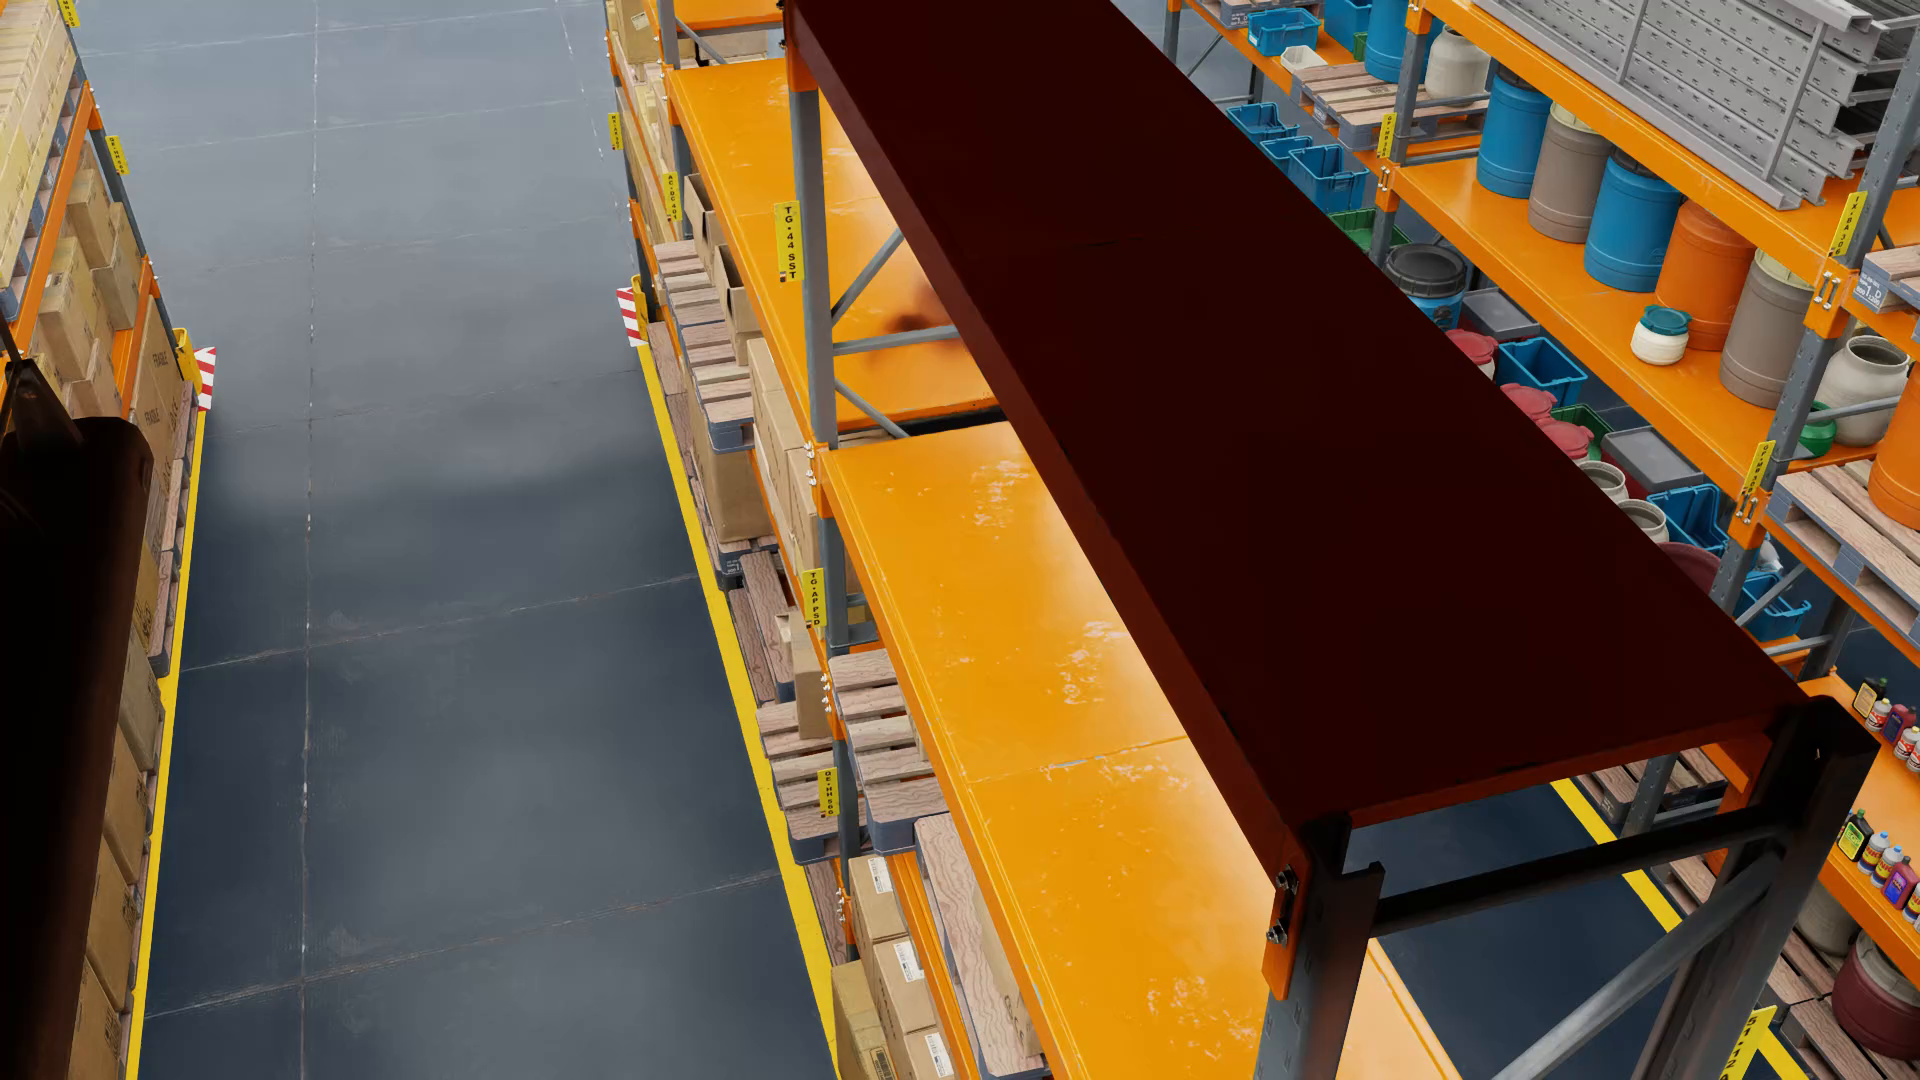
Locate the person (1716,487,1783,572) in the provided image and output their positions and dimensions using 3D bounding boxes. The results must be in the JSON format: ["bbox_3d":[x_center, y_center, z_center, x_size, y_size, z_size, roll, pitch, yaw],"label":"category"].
[{"bbox_3d":[5.809,-0.495,12.115,0.587,1.664,1.008,-10,40,-13],"label":"person"}]
